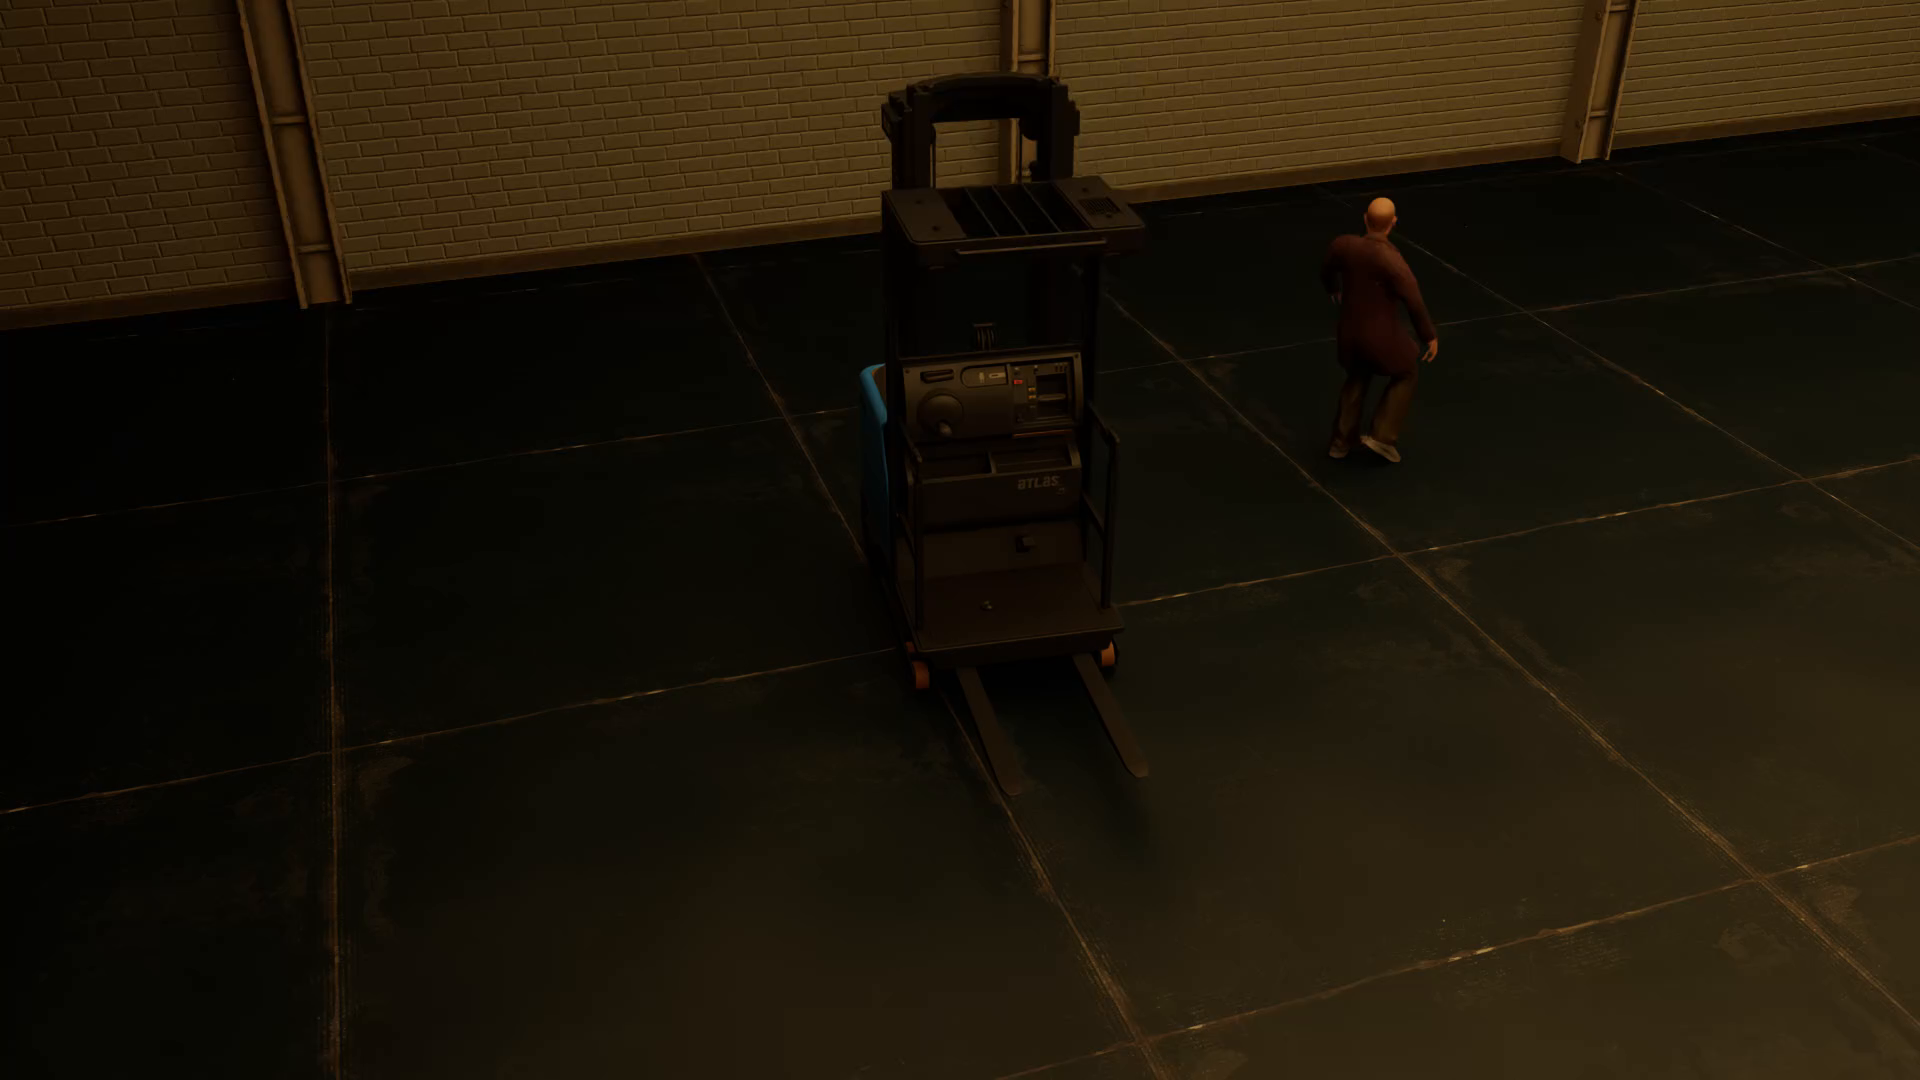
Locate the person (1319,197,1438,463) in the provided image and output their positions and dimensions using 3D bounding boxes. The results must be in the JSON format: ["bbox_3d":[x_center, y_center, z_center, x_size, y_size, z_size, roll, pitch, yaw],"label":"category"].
[{"bbox_3d":[2.627,-1.330,10.623,0.486,1.792,0.917,-20,35,-30],"label":"person"}]

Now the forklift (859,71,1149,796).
[{"bbox_3d":[0.220,-0.688,8.283,1.130,2.935,3.031,-6,31,-11],"label":"forklift"}]
